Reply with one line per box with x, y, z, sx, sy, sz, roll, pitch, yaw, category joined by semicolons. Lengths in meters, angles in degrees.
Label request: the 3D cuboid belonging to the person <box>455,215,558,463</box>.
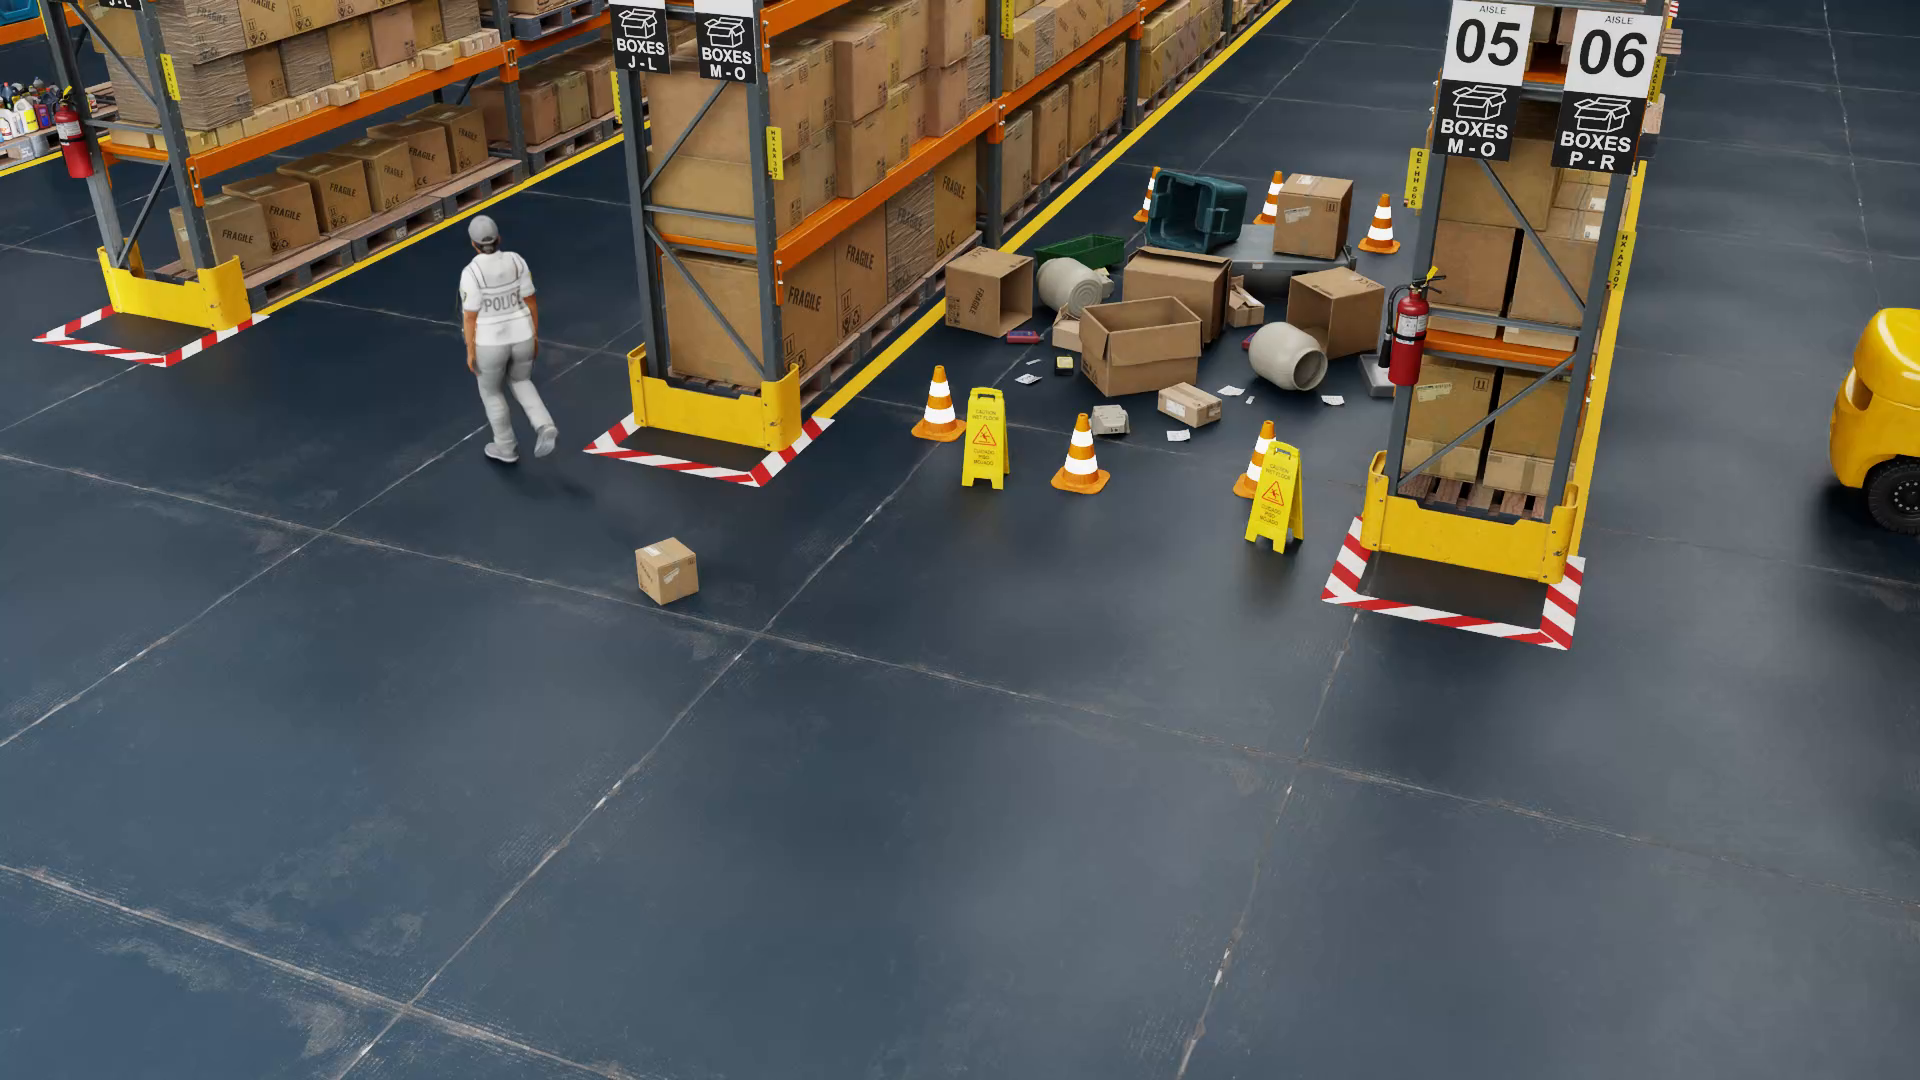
-2.882;-1.248;10.530;0.492;1.649;0.558;-26;39;-37;person
